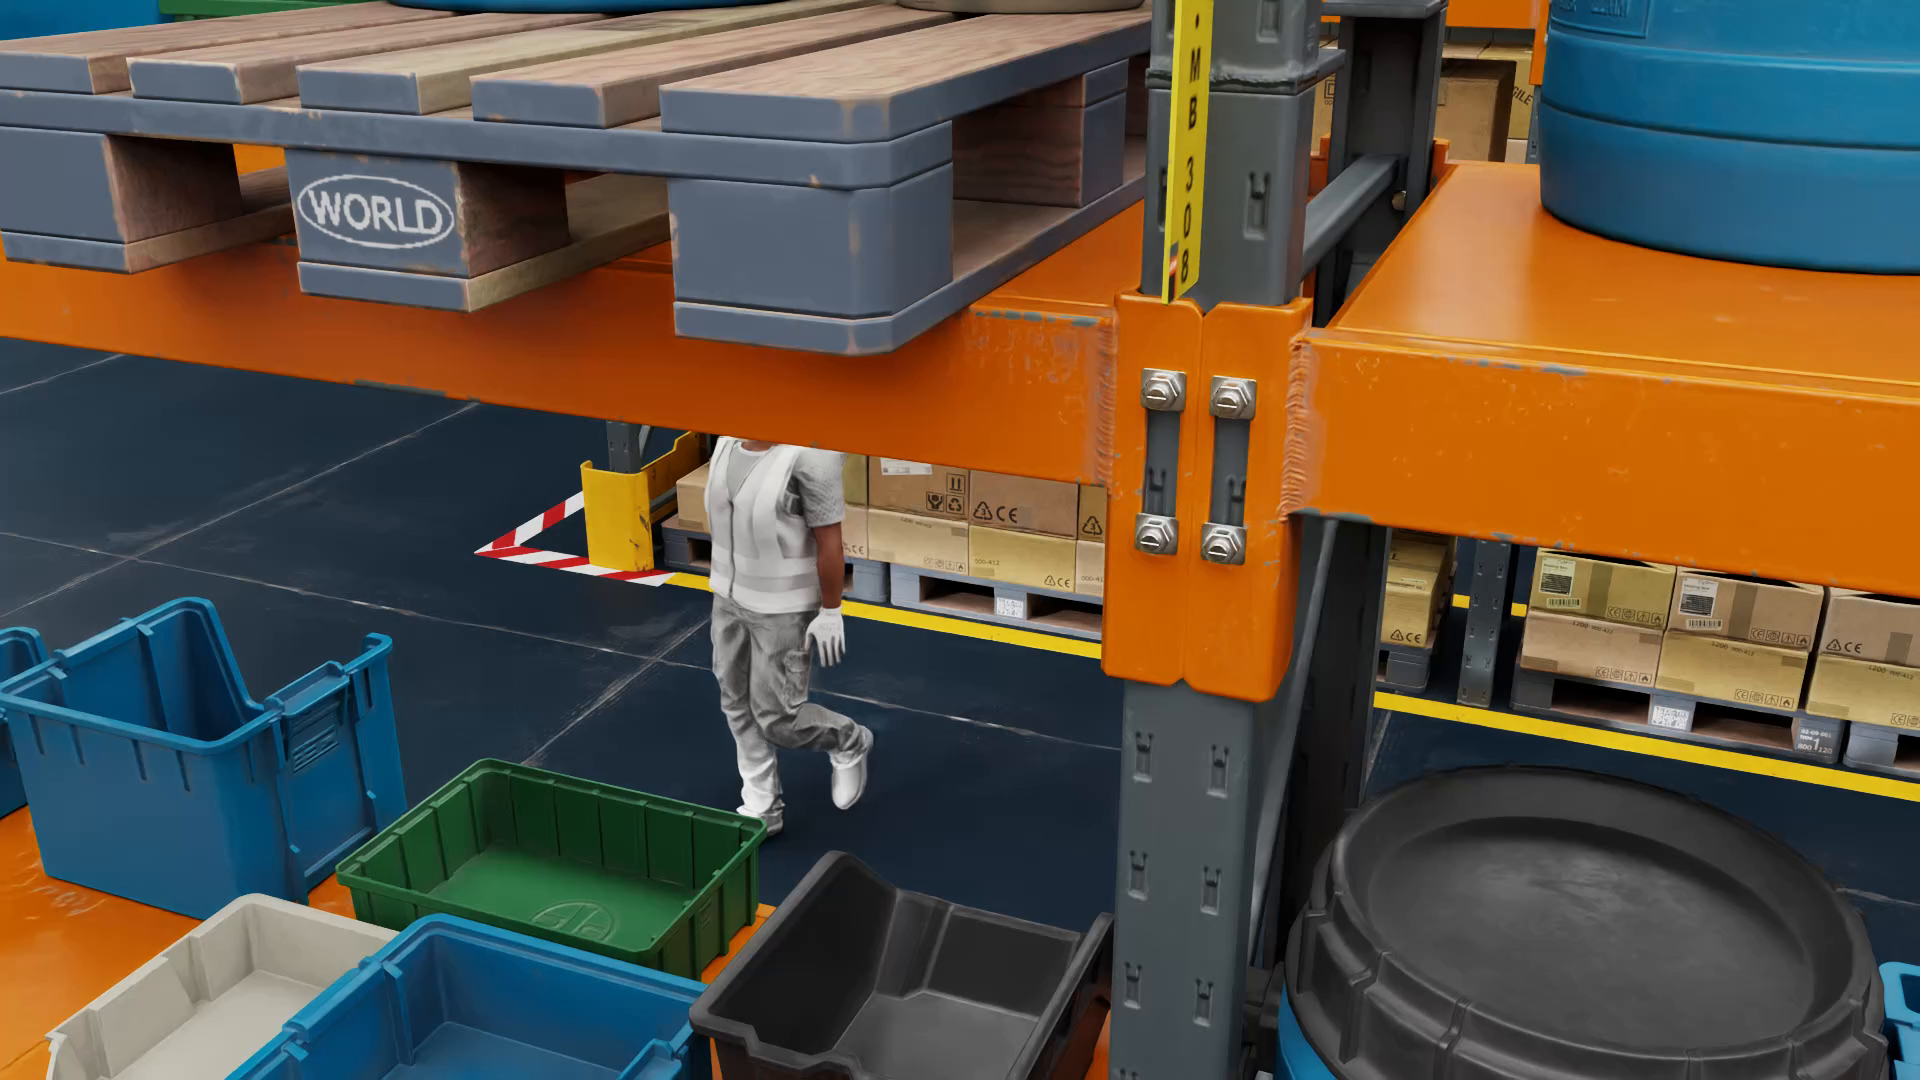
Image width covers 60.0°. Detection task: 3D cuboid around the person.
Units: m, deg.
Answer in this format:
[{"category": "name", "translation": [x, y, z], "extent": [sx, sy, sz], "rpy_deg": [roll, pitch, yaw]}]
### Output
[{"category": "person", "translation": [-0.607, 0.190, 5.556], "extent": [0.594, 1.778, 0.629], "rpy_deg": [19, 29, 39]}]
